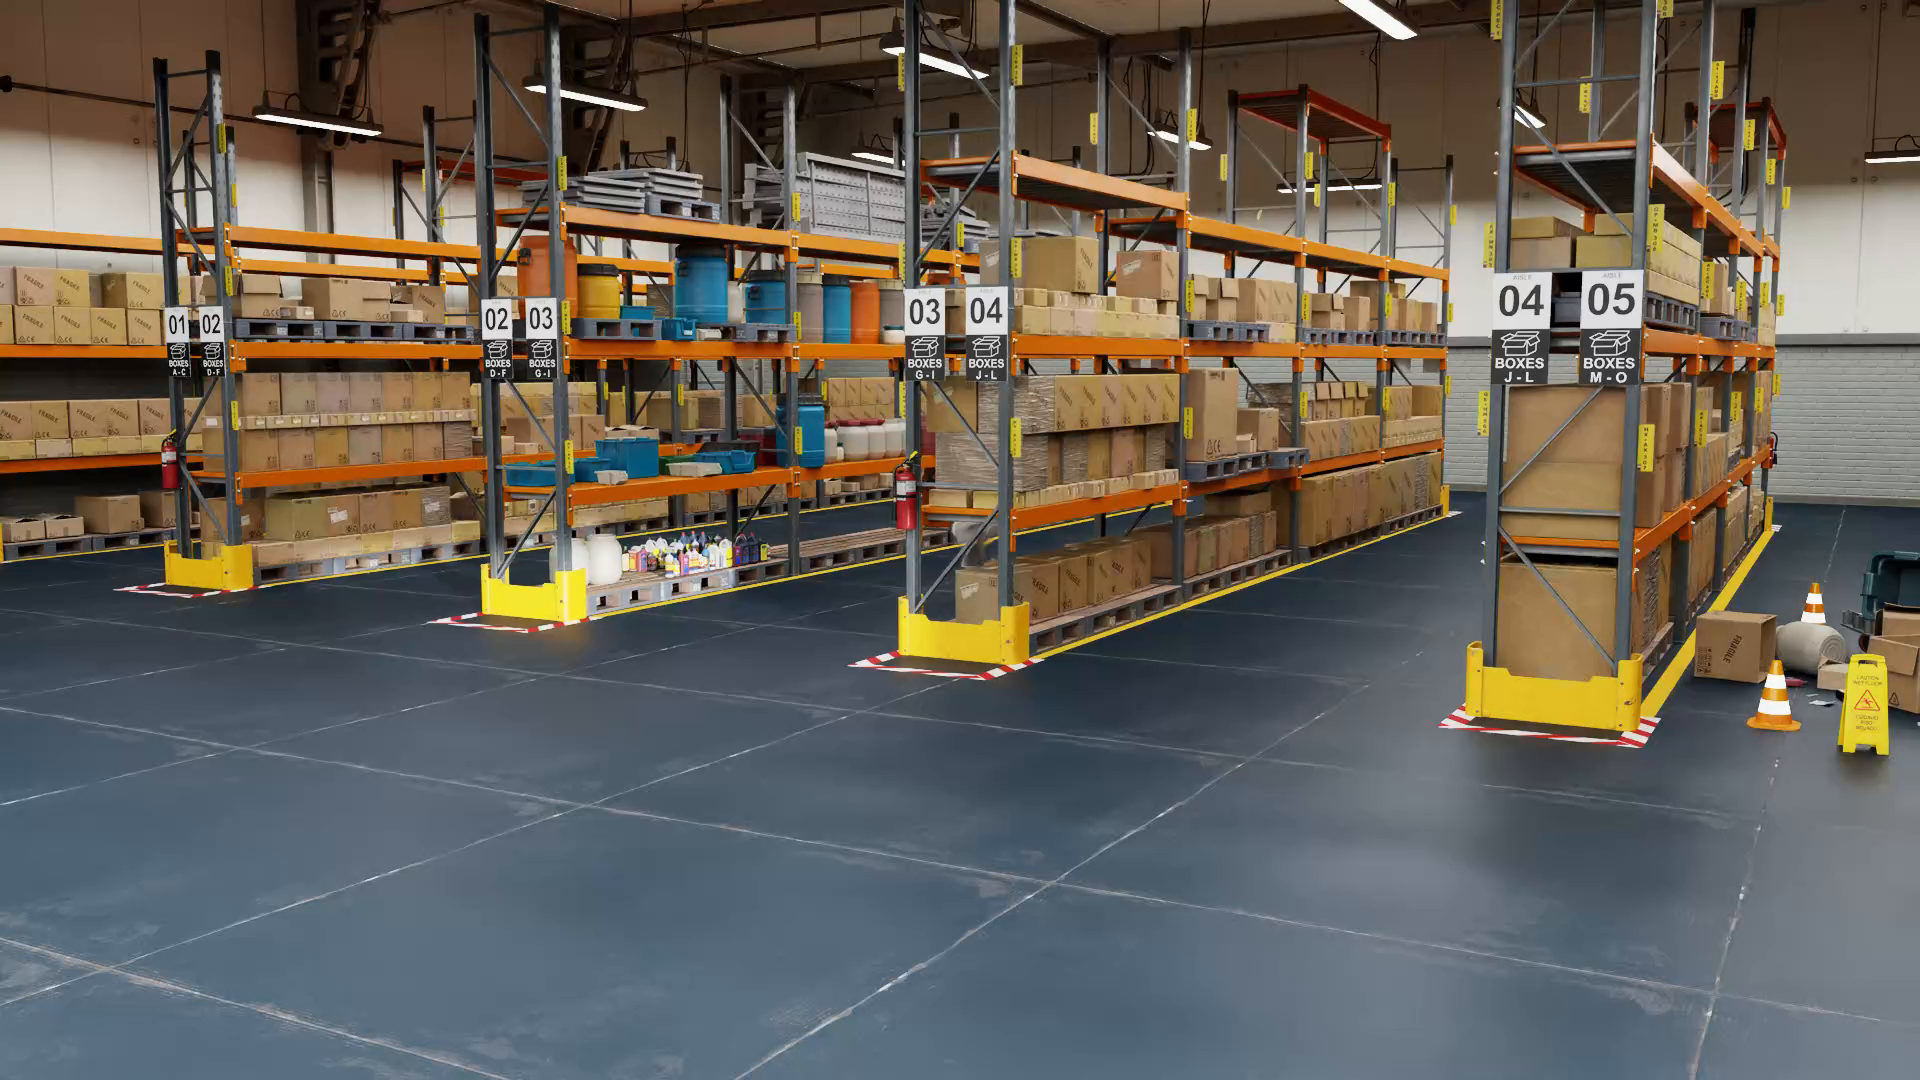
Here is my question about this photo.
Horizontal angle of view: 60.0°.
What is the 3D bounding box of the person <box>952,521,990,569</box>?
[{"bbox_3d":[0.149,-0.207,18.244,0.502,1.666,0.635,1,6,9],"label":"person"}]
